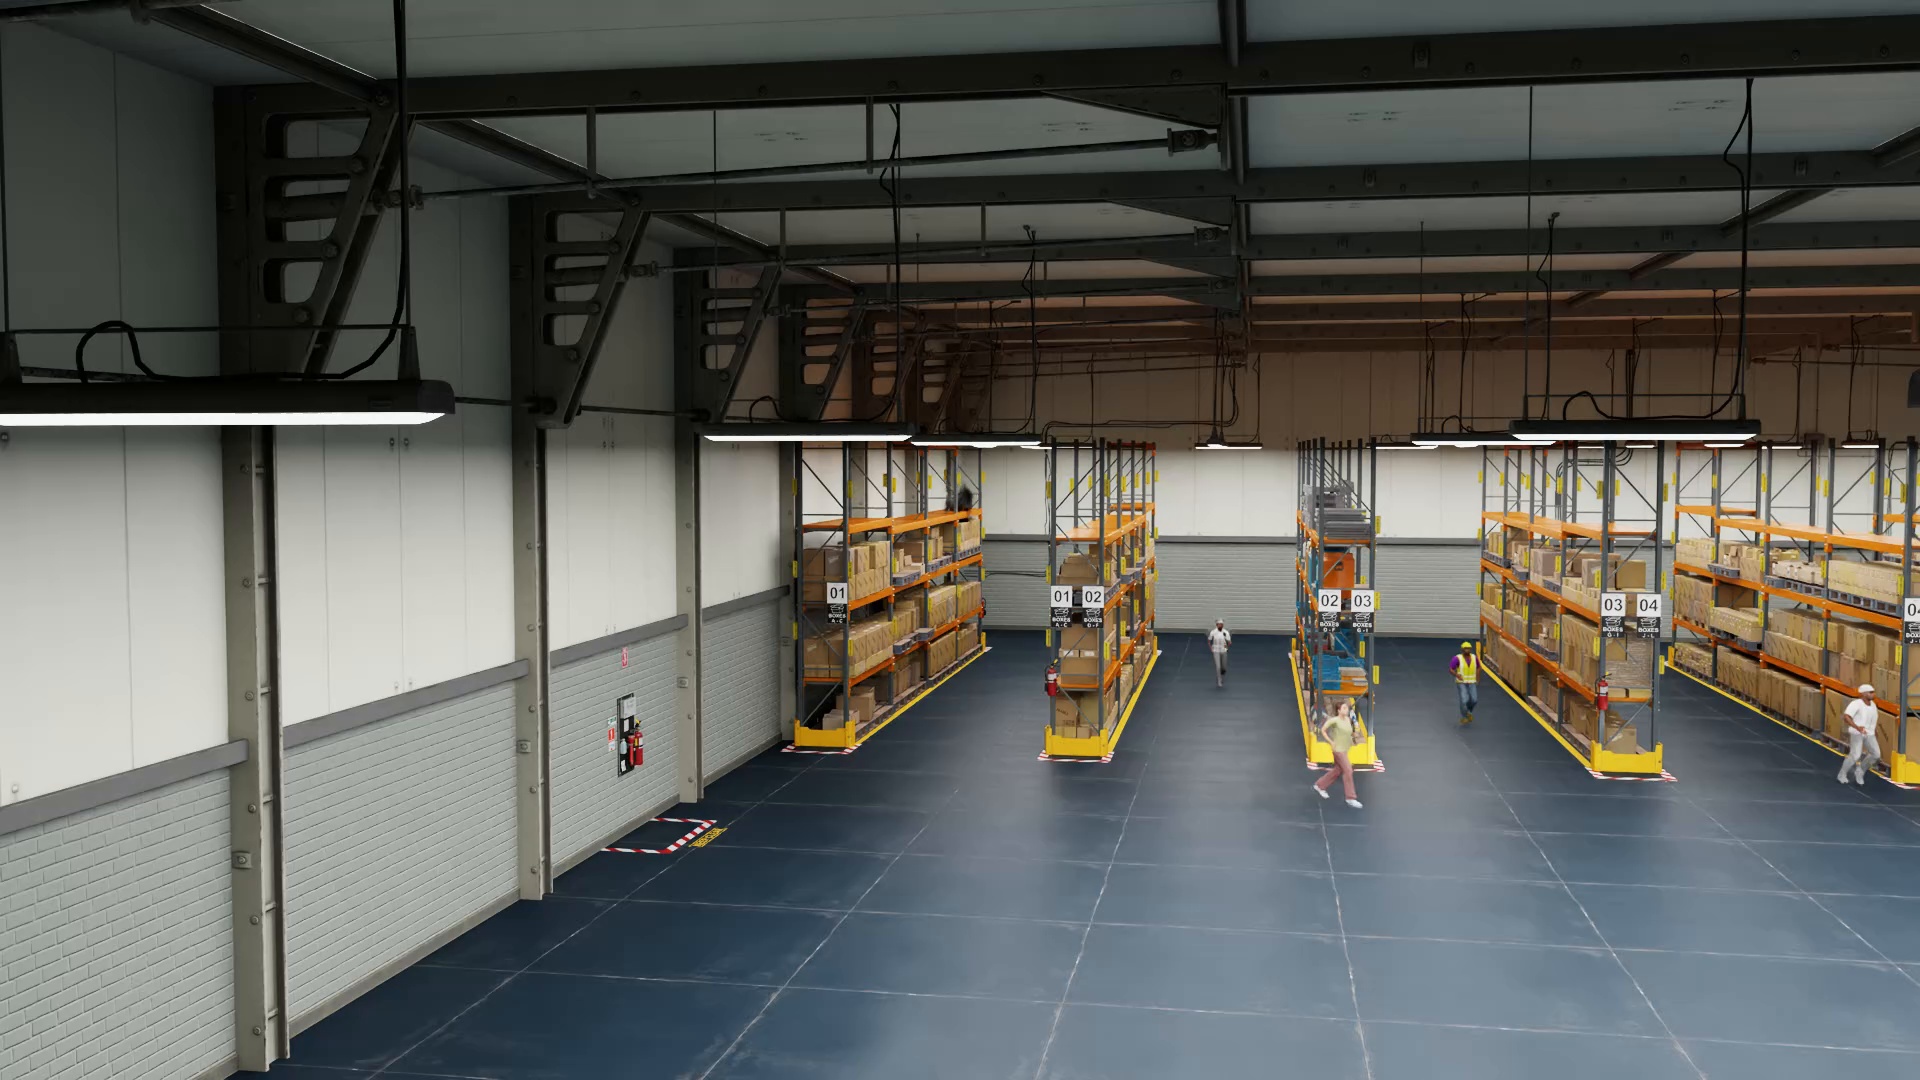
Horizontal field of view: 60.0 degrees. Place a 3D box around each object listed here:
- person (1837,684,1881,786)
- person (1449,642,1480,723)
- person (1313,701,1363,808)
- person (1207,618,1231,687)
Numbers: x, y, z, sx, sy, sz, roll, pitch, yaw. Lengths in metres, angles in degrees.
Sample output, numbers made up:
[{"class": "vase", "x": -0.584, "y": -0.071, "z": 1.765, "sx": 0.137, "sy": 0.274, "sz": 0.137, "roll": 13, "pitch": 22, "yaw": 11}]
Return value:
[{"class": "person", "x": 15.544, "y": 3.348, "z": 28.590, "sx": 0.766, "sy": 1.732, "sz": 0.621, "roll": -1, "pitch": 3, "yaw": -15}, {"class": "person", "x": 10.625, "y": 3.001, "z": 34.890, "sx": 0.700, "sy": 1.725, "sz": 0.571, "roll": 0, "pitch": 3, "yaw": 2}, {"class": "person", "x": 6.177, "y": 3.451, "z": 27.051, "sx": 0.896, "sy": 1.691, "sz": 0.559, "roll": 3, "pitch": 4, "yaw": 41}, {"class": "person", "x": 6.338, "y": 2.741, "z": 40.668, "sx": 0.585, "sy": 1.656, "sz": 0.738, "roll": 0, "pitch": 3, "yaw": 1}]
